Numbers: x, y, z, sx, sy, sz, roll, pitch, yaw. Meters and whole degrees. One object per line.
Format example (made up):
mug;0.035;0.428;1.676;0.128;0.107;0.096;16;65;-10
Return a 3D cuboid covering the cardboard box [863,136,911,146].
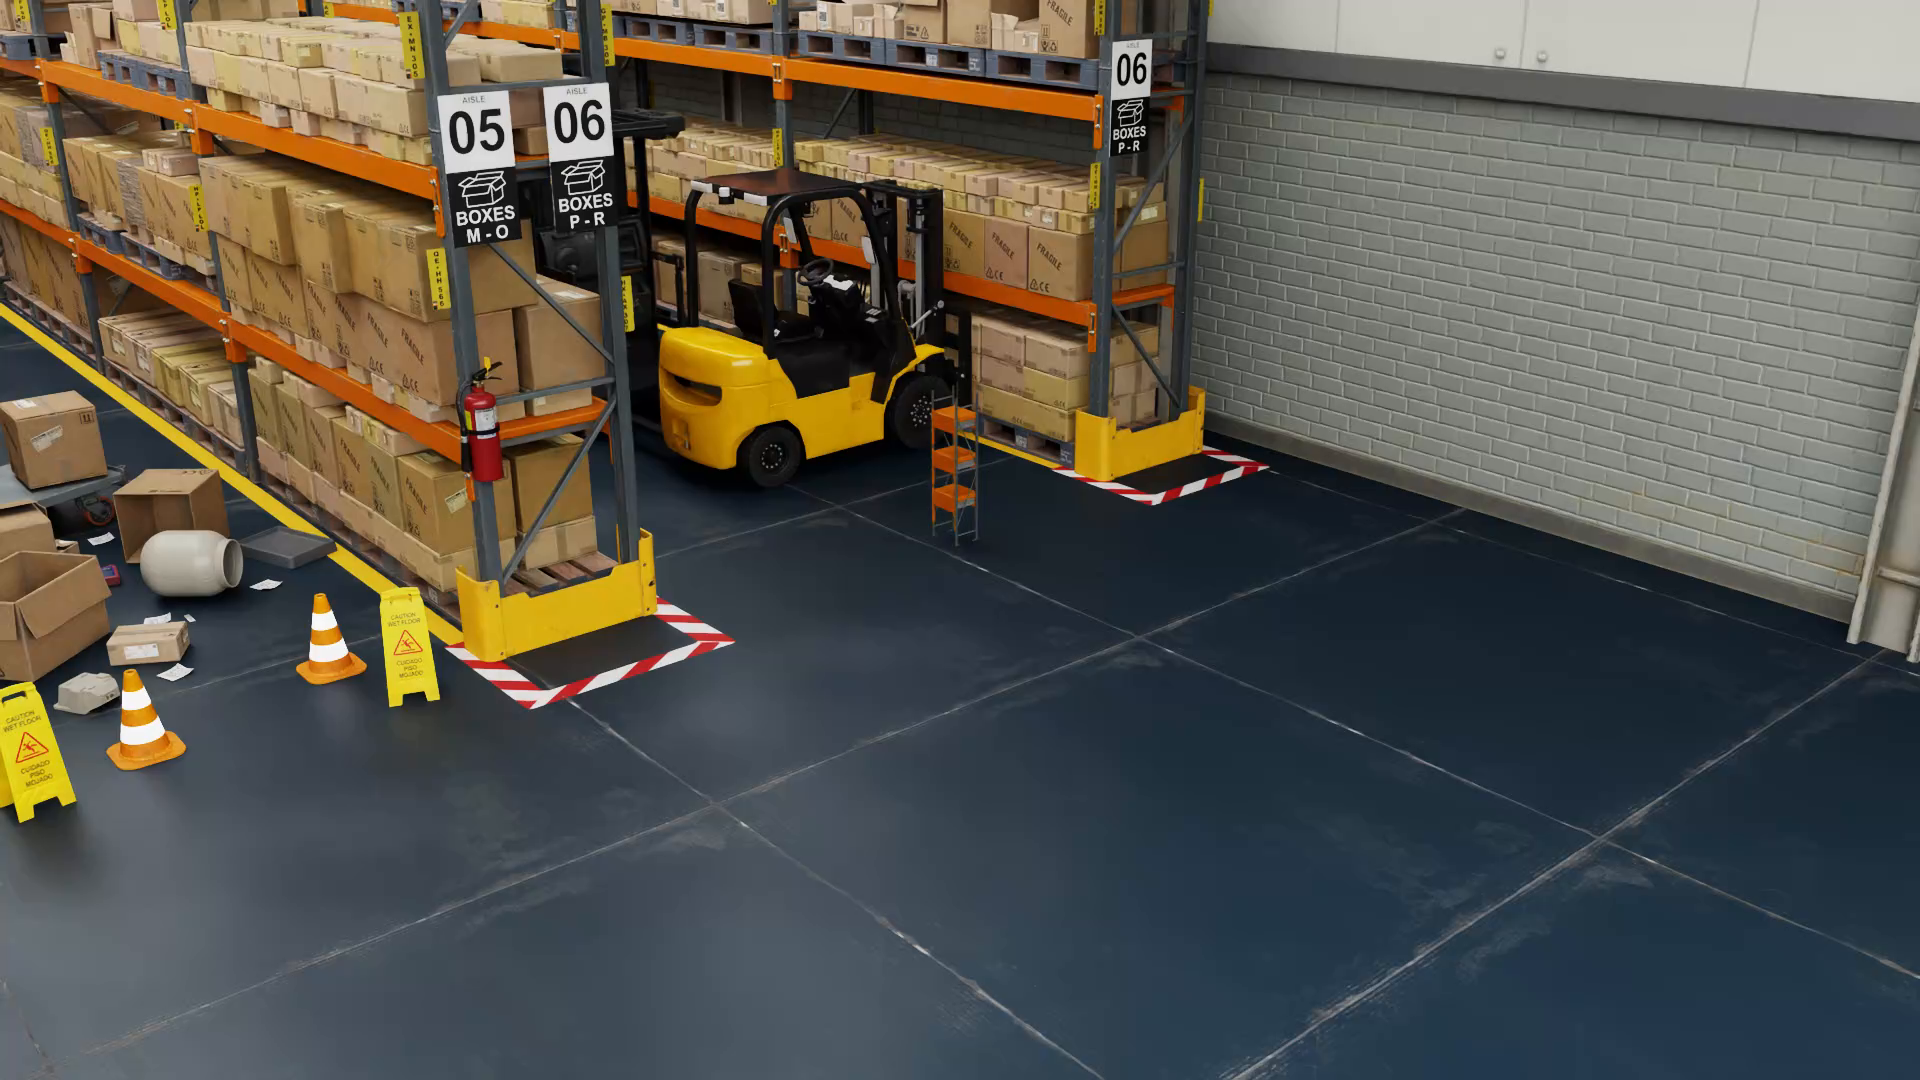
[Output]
cardboard box;-0.647;-3.520;14.924;0.380;0.149;0.250;-18;28;-39

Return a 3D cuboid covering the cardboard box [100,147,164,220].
cardboard box;-6.770;-2.965;13.820;0.500;0.500;0.500;-17;27;-37

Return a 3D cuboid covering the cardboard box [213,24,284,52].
cardboard box;-4.658;-3.292;10.915;0.380;0.149;0.250;-19;28;-39

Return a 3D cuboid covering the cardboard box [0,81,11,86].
cardboard box;-10.127;-4.478;17.297;0.500;0.500;0.500;-17;27;-37

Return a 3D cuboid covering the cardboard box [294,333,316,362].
cardboard box;-4.184;-1.310;11.060;0.380;0.149;0.250;-17;27;-37

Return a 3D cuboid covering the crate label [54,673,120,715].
crate label;-4.800;0.836;9.162;0.298;0.136;0.250;7;23;18

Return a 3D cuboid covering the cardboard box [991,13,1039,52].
cardboard box;0.458;-3.826;12.499;0.396;0.266;0.258;-17;27;-37

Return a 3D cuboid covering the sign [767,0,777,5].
sign;-1.621;-4.781;14.324;0.100;0.325;0.005;-17;27;-37

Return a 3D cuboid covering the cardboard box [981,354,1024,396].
cardboard box;0.521;-1.373;13.385;0.500;0.250;0.500;-18;28;-38

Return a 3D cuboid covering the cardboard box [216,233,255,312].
cardboard box;-4.898;-1.943;11.787;0.500;0.500;0.500;-18;27;-38

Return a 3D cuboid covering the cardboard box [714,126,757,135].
cardboard box;-2.243;-4.058;16.705;0.380;0.149;0.250;-17;27;-37

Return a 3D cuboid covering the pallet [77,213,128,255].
pallet;-7.039;-2.790;14.758;1.213;0.211;1.003;-17;27;-37

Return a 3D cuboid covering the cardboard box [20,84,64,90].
cardboard box;-9.371;-4.464;17.259;0.500;0.500;0.500;-17;27;-36

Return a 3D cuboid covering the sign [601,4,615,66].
sign;-1.952;-2.774;9.141;0.100;0.325;0.005;-17;27;-37

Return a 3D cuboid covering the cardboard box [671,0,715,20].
cardboard box;-2.374;-5.080;15.637;0.500;0.311;0.500;-19;28;-39

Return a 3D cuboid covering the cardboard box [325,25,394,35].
cardboard box;-3.910;-3.277;10.876;0.380;0.149;0.250;-18;28;-38

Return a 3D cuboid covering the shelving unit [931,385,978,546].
shelving unit;-0.035;-0.504;11.330;0.215;1.050;0.252;-17;27;-37

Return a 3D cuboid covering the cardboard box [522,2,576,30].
cardboard box;-4.346;-5.645;17.875;0.500;0.250;0.500;-19;28;-39

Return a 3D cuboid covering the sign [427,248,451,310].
sign;-2.797;-1.401;8.926;0.100;0.325;0.005;-17;27;-37

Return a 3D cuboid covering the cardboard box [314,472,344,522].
cardboard box;-4.088;-0.343;11.442;0.500;0.250;0.500;-18;28;-38

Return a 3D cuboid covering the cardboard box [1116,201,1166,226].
cardboard box;1.370;-2.528;12.798;0.380;0.149;0.250;-18;28;-39

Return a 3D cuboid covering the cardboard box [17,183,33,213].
cardboard box;-8.774;-3.340;16.103;0.500;0.250;0.500;-18;28;-38

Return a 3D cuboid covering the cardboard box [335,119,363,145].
cardboard box;-3.456;-2.438;9.828;0.380;0.149;0.250;-18;28;-38

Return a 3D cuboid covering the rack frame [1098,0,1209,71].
rack frame;1.395;-4.817;11.443;1.000;3.000;0.127;-17;27;-37

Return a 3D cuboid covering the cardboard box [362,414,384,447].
cardboard box;-3.536;-0.722;10.492;0.380;0.149;0.250;-17;27;-37

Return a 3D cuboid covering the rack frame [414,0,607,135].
rack frame;-2.363;-3.634;8.424;1.000;3.000;0.127;-17;27;-37

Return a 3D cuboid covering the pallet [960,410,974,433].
pallet;0.072;-1.263;14.420;1.003;0.211;1.213;-17;27;-37

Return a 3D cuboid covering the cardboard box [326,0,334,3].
cardboard box;-8.090;-7.134;21.816;0.380;0.149;0.250;-17;27;-37

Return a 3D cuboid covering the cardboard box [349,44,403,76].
cardboard box;-3.254;-2.744;9.515;0.380;0.149;0.250;-17;27;-37

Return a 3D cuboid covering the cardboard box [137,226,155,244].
cardboard box;-6.496;-2.538;13.619;0.380;0.149;0.250;-16;27;-36

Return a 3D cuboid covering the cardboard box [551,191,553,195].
cardboard box;-4.622;-4.073;19.732;0.380;0.149;0.250;-18;28;-39

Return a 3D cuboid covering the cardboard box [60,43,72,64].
cardboard box;-7.508;-4.203;14.334;0.380;0.149;0.250;-17;27;-37

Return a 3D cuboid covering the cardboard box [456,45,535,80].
cardboard box;-2.617;-2.705;9.414;0.380;0.149;0.250;-18;27;-38

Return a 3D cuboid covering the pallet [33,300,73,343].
pallet;-8.835;-2.325;17.132;1.003;0.211;1.213;-17;27;-37

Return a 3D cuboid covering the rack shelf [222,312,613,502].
rack shelf;-3.669;-1.058;11.060;1.077;0.370;4.000;-17;27;-37

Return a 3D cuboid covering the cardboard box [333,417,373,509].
cardboard box;-3.751;-0.549;10.939;0.500;0.500;0.500;-18;28;-39

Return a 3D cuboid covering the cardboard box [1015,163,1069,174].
cardboard box;0.668;-2.943;13.450;0.380;0.149;0.250;-16;27;-36

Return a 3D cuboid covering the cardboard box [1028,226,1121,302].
cardboard box;0.875;-2.144;12.707;0.500;0.500;0.500;-18;28;-39

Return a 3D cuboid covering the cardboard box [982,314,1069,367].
cardboard box;0.520;-1.597;13.272;0.500;0.250;0.500;-17;27;-36

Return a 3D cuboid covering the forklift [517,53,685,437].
forklift;-2.893;-2.420;13.644;1.130;2.935;3.031;-18;27;-38

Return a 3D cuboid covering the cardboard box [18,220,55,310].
cardboard box;-9.135;-2.963;17.272;0.875;0.875;0.875;-16;27;-36

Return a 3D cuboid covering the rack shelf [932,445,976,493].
rack shelf;-0.035;-0.494;11.334;0.215;0.259;0.240;-17;27;-37

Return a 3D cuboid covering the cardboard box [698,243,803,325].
cardboard box;-2.066;-2.576;16.629;0.875;0.625;0.625;-18;28;-38

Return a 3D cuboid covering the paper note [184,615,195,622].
paper note;-4.746;0.481;10.241;0.032;0.001;0.123;-17;27;-37

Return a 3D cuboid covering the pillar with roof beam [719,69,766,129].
pillar with roof beam;-5.555;-5.857;14.098;9.100;9.000;0.400;-17;27;-37

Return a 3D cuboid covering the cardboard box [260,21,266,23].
cardboard box;-5.052;-3.725;12.399;0.500;0.250;0.500;-18;28;-39

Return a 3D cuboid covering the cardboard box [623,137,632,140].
cardboard box;-3.300;-4.217;17.110;0.380;0.149;0.250;-17;27;-37

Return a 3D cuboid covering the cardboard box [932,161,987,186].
cardboard box;-0.004;-2.982;13.550;0.380;0.149;0.250;-17;27;-37

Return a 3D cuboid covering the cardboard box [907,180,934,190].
cardboard box;-0.213;-2.895;13.735;0.380;0.149;0.250;-18;28;-38

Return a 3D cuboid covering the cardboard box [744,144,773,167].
cardboard box;-1.790;-3.586;15.500;0.380;0.149;0.250;-18;28;-38

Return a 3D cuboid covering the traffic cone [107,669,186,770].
traffic cone;-4.240;0.887;8.585;0.336;0.463;0.334;-17;27;-37

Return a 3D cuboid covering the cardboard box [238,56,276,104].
cardboard box;-4.234;-2.943;10.569;0.500;0.250;0.500;-17;27;-37

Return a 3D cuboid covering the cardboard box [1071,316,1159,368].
cardboard box;1.224;-1.582;13.234;0.500;0.250;0.500;-18;28;-38

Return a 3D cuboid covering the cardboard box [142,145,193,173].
cardboard box;-6.103;-2.960;12.918;0.380;0.149;0.250;-19;28;-40

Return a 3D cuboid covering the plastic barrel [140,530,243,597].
plastic barrel;-4.858;0.148;10.525;0.512;0.421;0.421;0;21;-1

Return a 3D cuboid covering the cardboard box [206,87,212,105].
cardboard box;-4.956;-3.080;11.465;0.380;0.149;0.250;-18;28;-38

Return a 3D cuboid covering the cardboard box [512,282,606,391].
cardboard box;-2.462;-1.223;9.948;0.500;0.500;0.500;-18;28;-38

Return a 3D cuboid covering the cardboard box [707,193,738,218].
cardboard box;-2.076;-3.273;15.934;0.500;0.250;0.500;-18;27;-38
